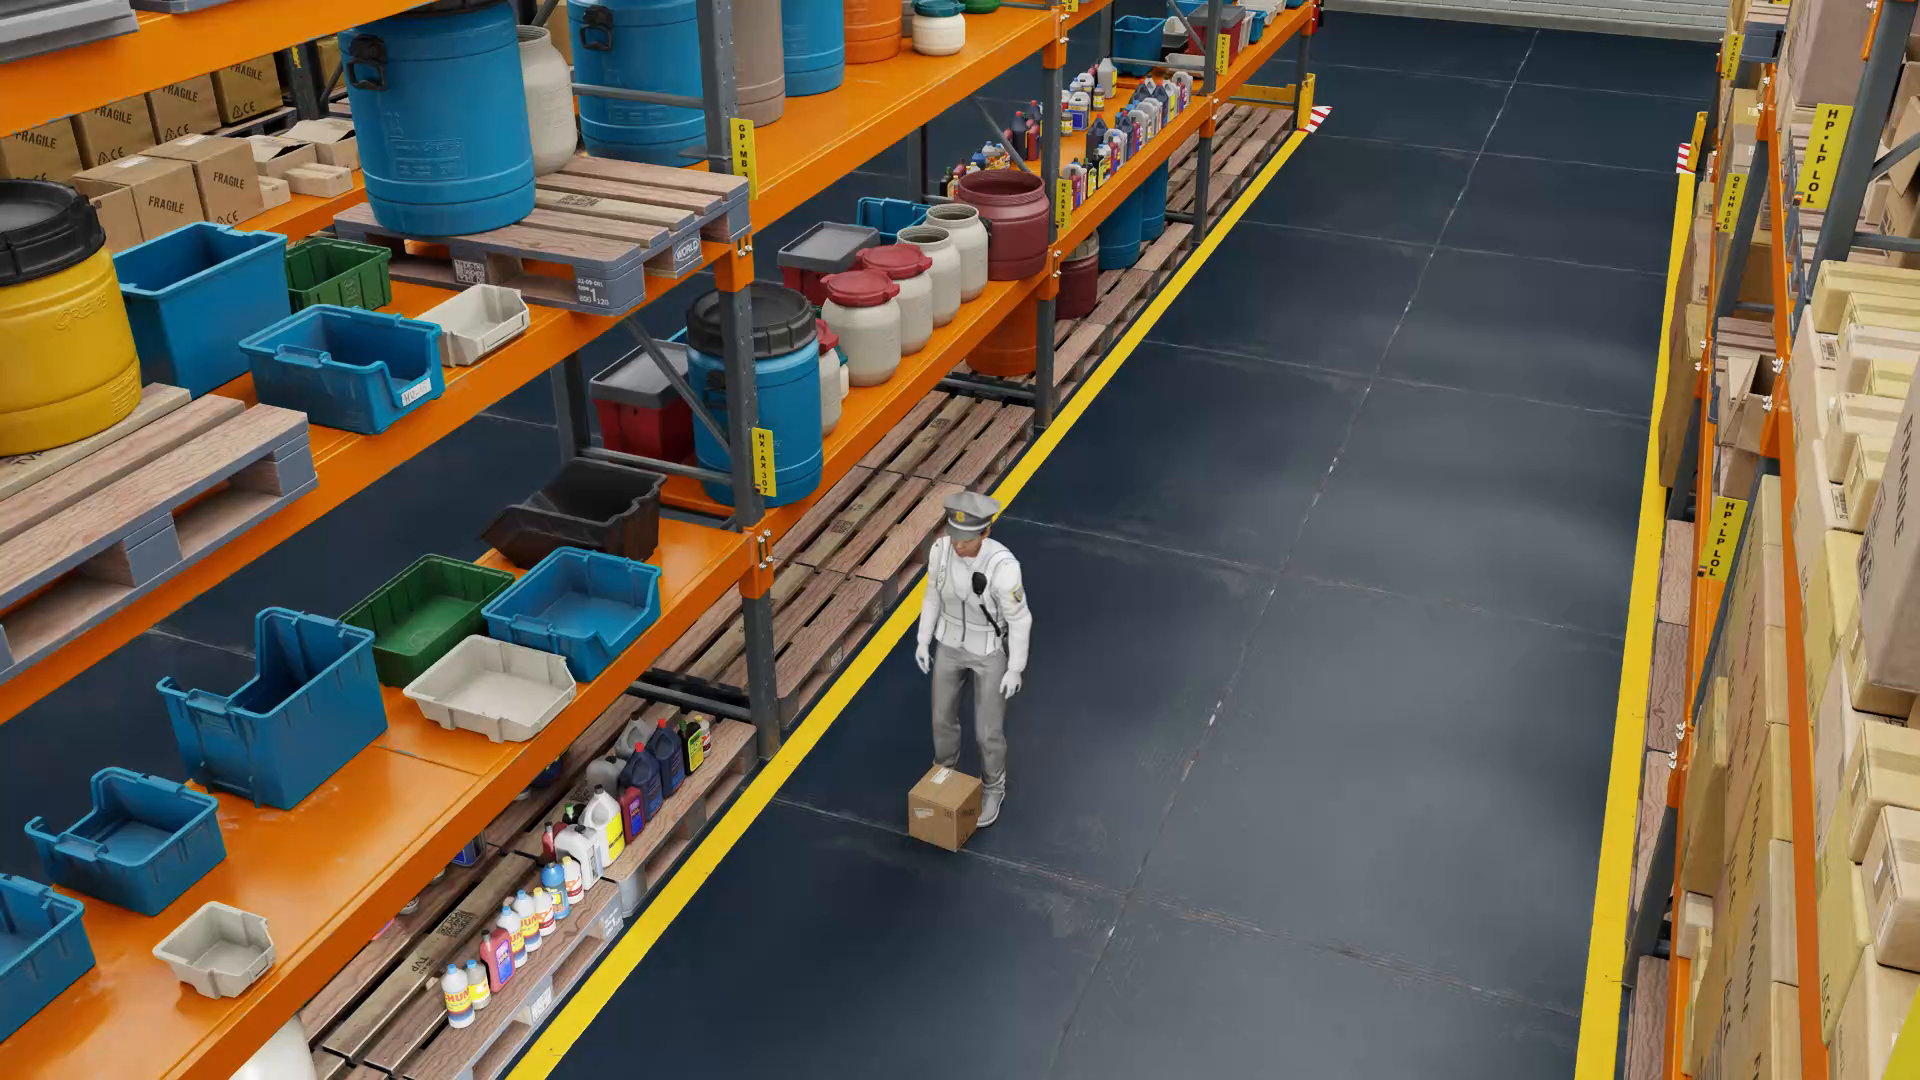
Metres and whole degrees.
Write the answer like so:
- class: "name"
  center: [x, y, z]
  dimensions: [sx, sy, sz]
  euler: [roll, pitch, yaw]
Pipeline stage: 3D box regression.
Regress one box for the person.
- class: "person"
  center: [0.055, 0.518, 7.481]
  dimensions: [0.542, 1.665, 0.373]
  euler: [15, 33, 25]
